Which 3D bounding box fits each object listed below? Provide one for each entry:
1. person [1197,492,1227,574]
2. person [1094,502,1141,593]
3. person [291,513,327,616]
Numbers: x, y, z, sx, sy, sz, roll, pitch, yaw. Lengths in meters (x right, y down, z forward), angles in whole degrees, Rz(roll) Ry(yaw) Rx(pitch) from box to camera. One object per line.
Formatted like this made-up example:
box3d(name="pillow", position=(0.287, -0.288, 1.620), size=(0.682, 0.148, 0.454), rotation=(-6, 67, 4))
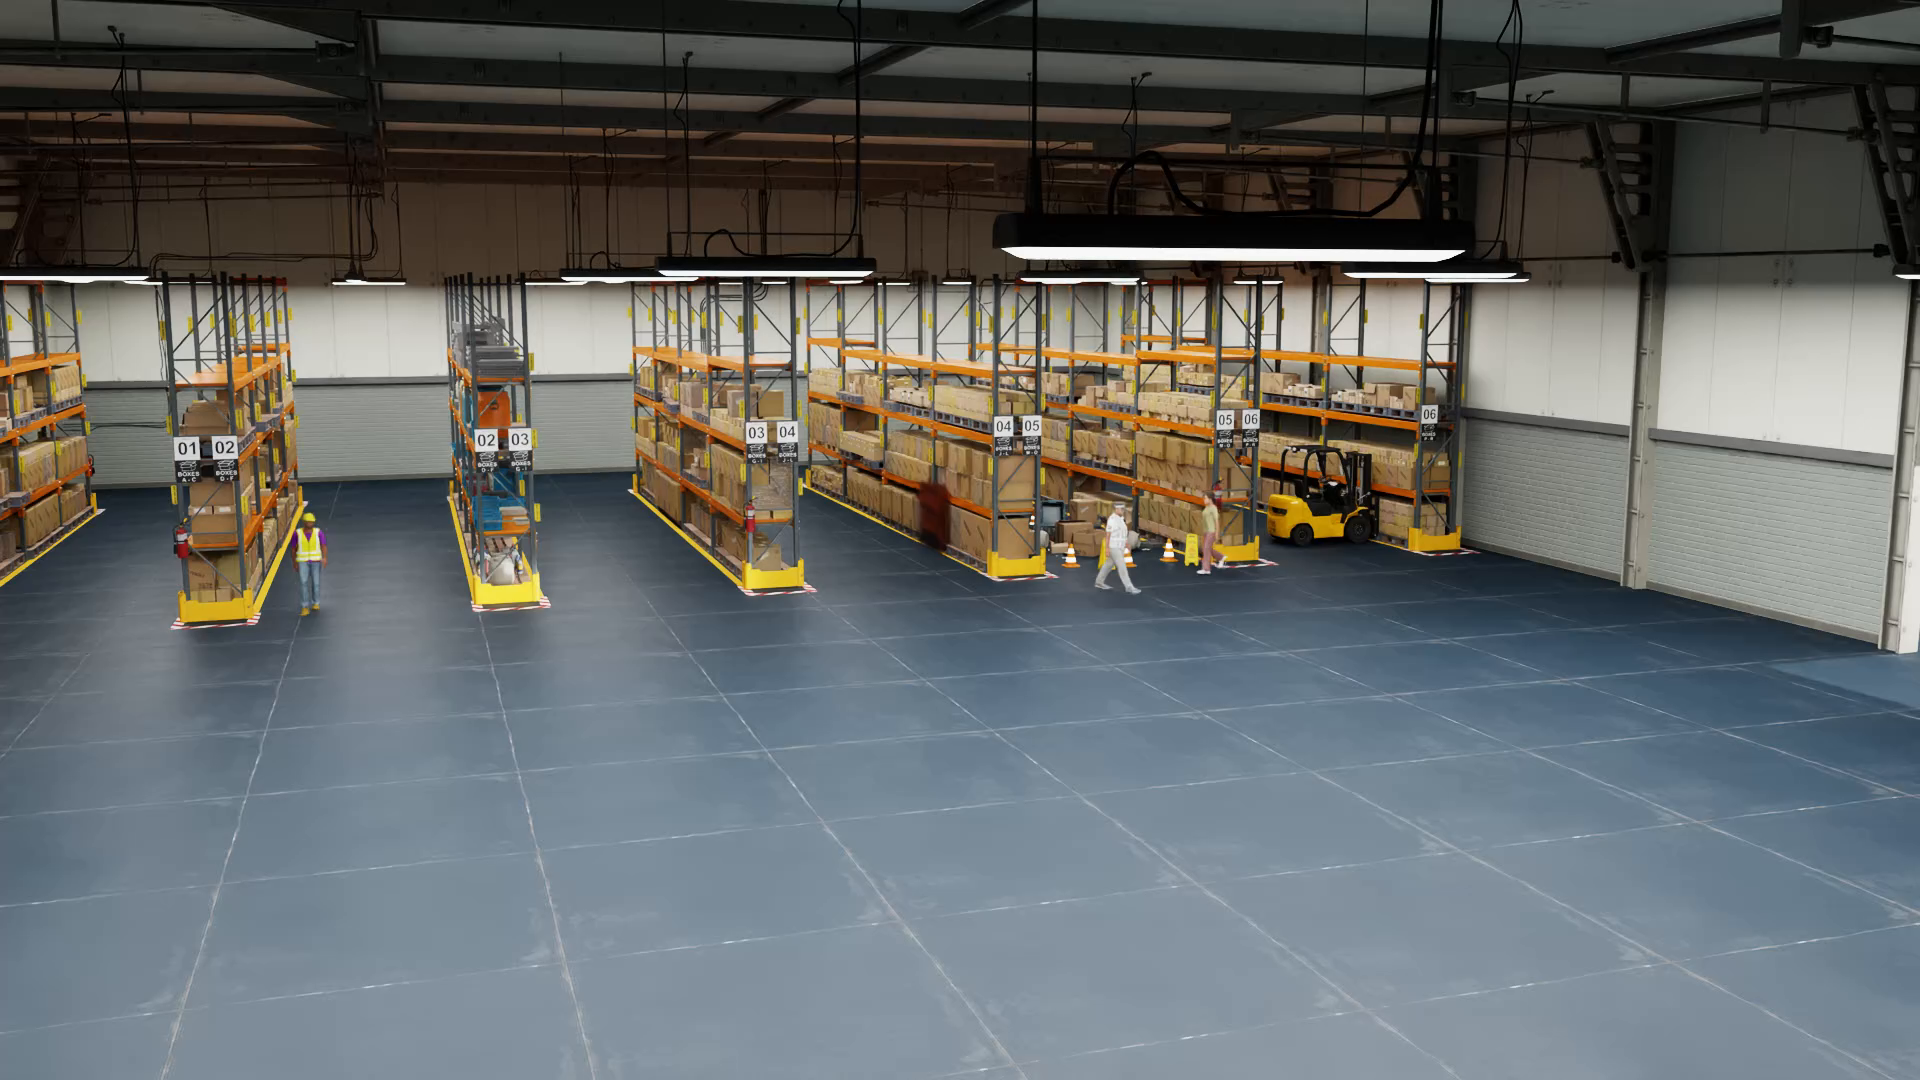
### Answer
box3d(name="person", position=(5.110, -0.150, 33.506), size=(0.764, 1.652, 0.446), rotation=(-4, 9, -23))
box3d(name="person", position=(3.013, 0.117, 31.492), size=(0.980, 1.701, 0.573), rotation=(3, 9, 19))
box3d(name="person", position=(-11.545, 0.424, 29.567), size=(0.590, 1.767, 0.759), rotation=(-4, 10, -27))
